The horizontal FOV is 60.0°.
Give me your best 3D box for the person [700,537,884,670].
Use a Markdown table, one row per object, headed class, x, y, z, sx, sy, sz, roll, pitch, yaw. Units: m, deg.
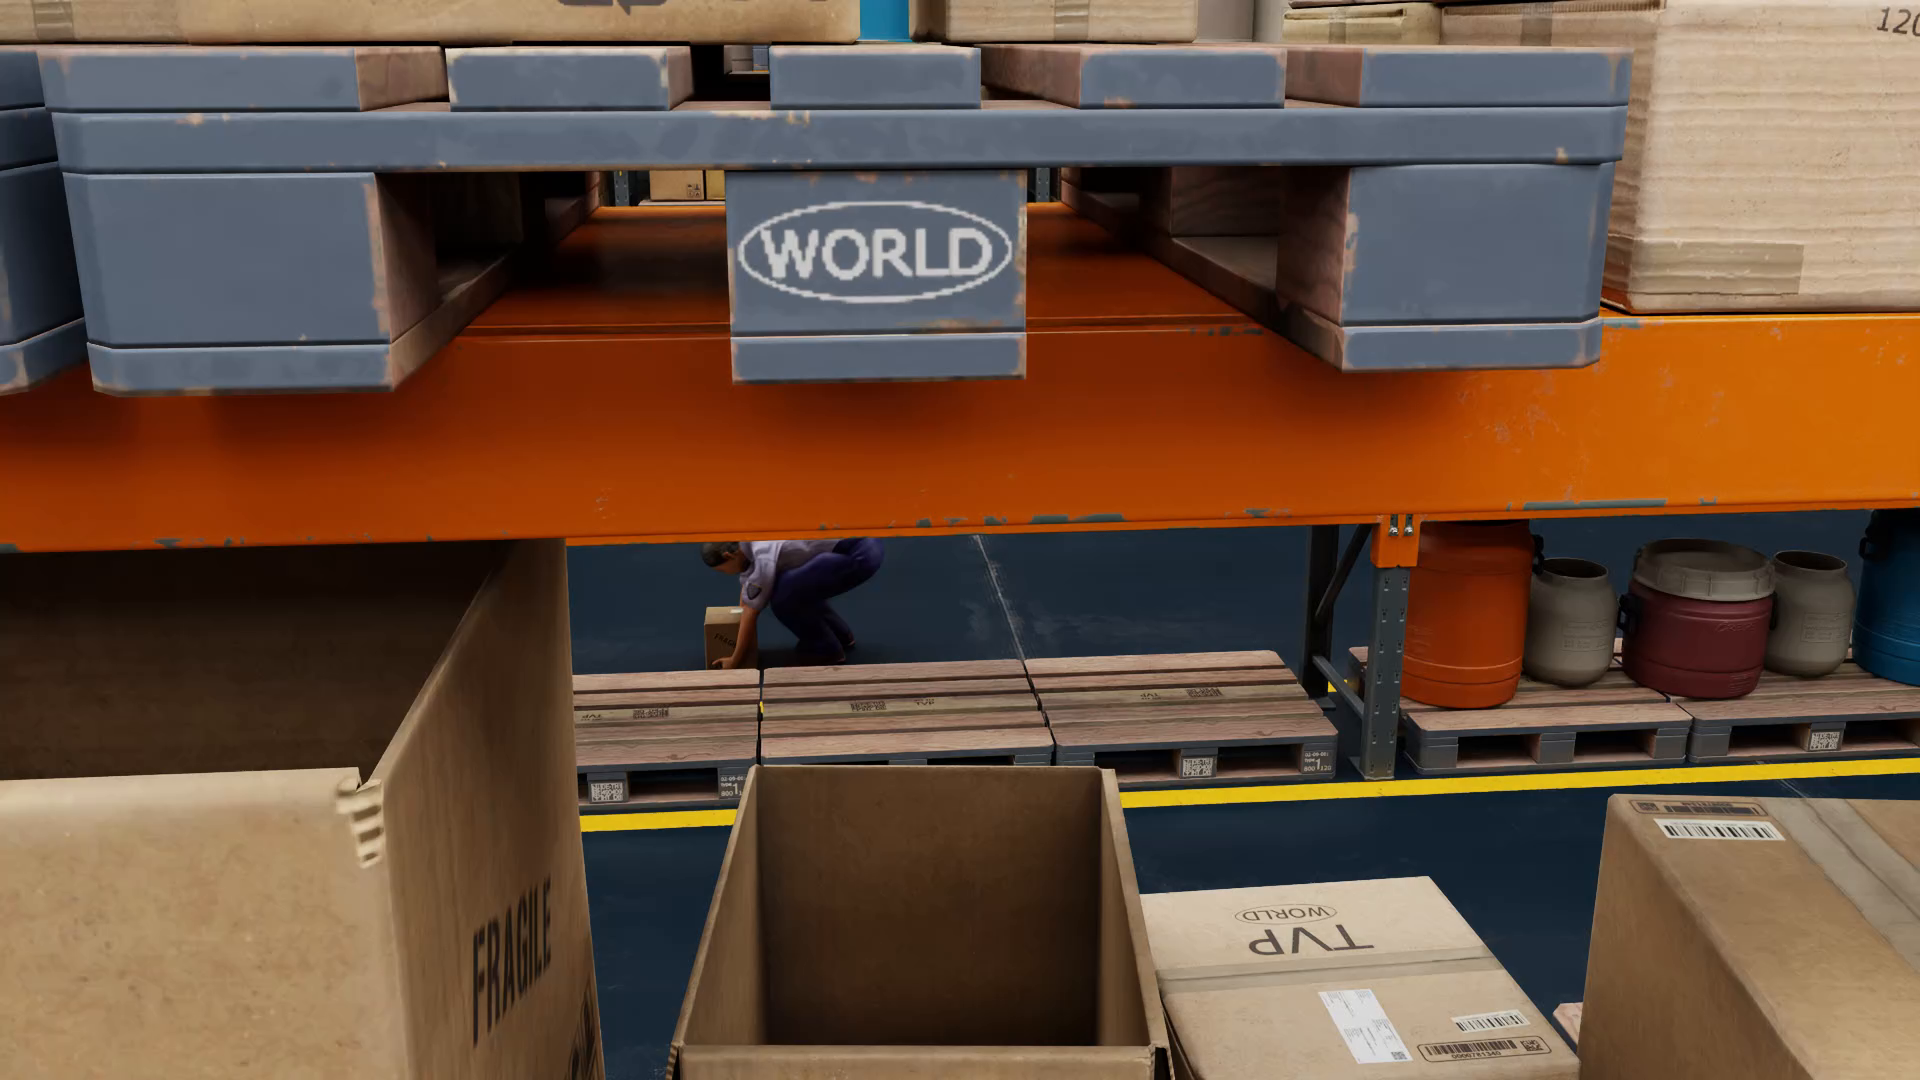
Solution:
| class | x | y | z | sx | sy | sz | roll | pitch | yaw |
| --- | --- | --- | --- | --- | --- | --- | --- | --- | --- |
| person | -0.830 | 0.253 | 8.312 | 0.905 | 0.763 | 0.504 | -2 | 17 | -7 |
